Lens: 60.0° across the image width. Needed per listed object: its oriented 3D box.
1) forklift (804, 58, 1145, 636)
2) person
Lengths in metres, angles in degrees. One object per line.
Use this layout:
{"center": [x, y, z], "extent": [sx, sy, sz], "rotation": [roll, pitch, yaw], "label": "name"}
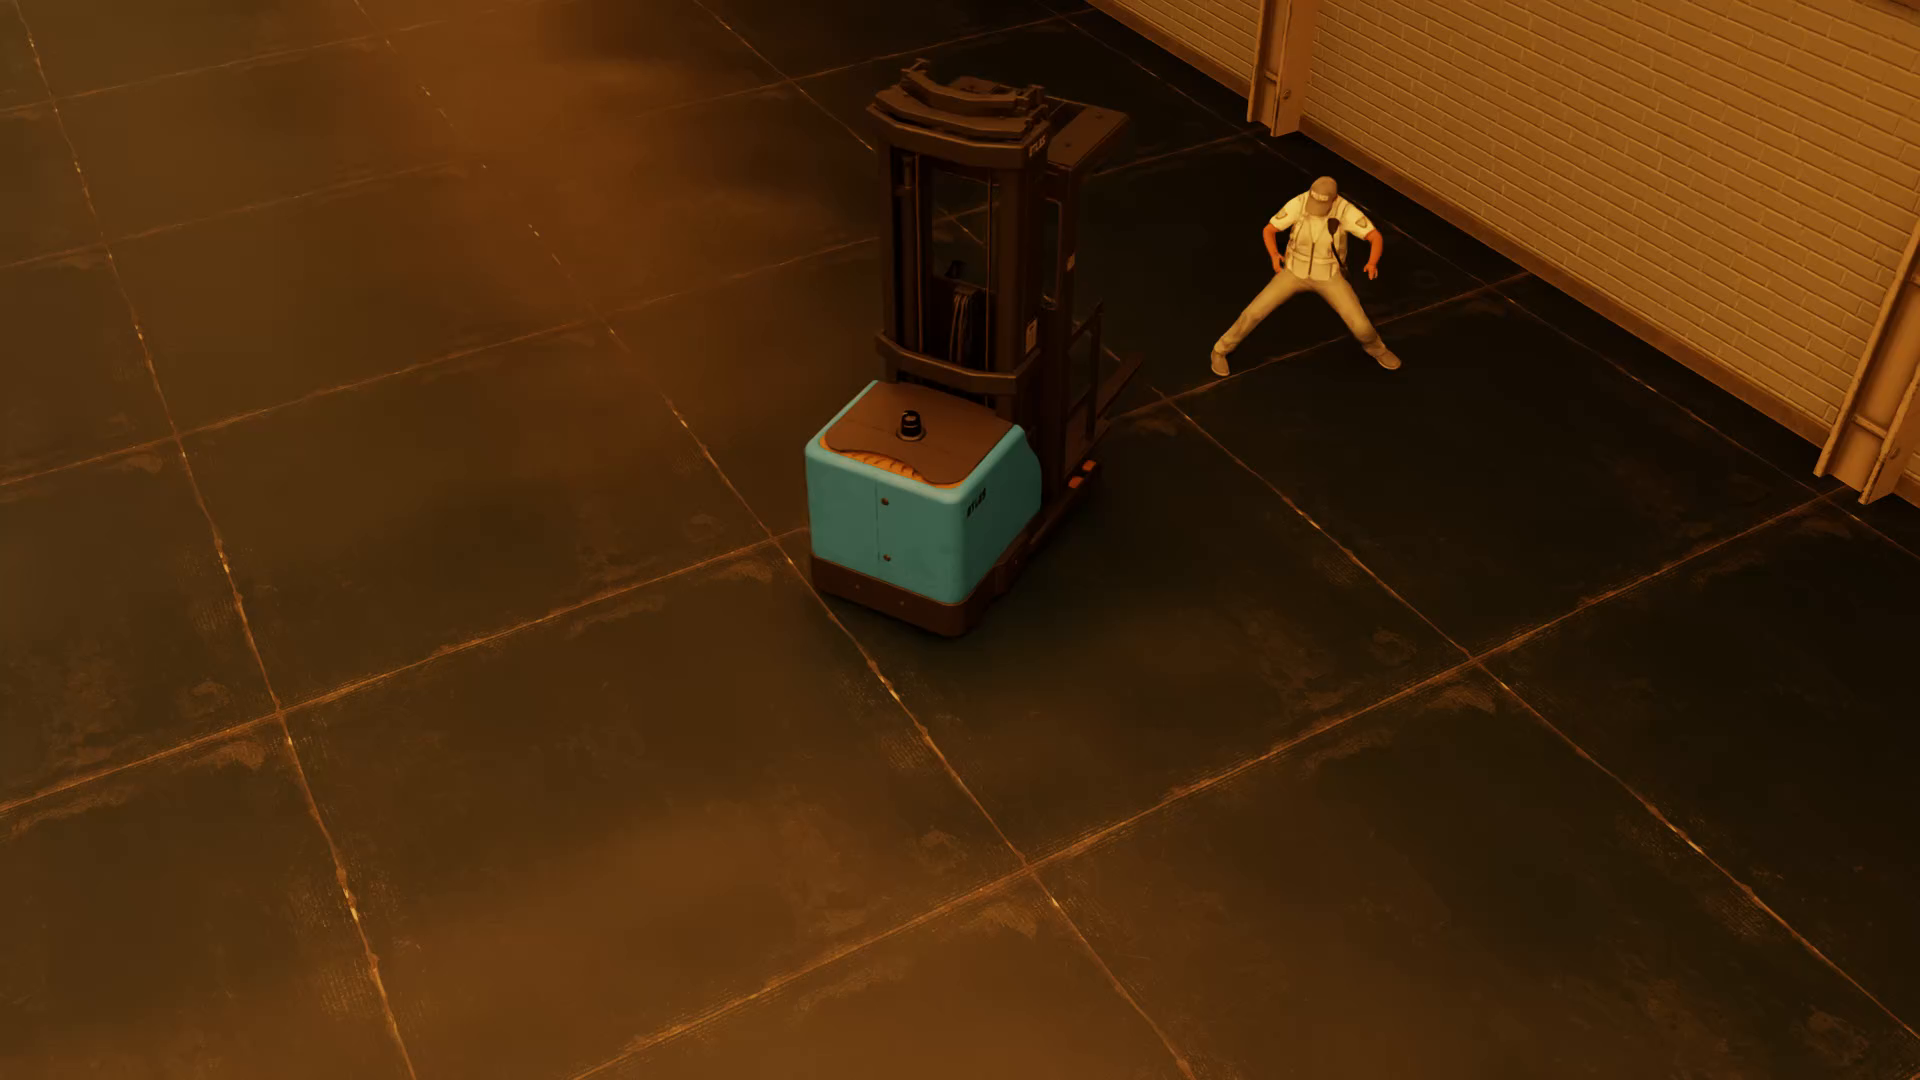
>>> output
{"center": [0.262, -1.501, 9.846], "extent": [1.130, 2.935, 3.031], "rotation": [19, 43, 22], "label": "forklift"}
{"center": [2.432, -1.778, 11.334], "extent": [1.284, 1.452, 0.693], "rotation": [15, 42, 17], "label": "person"}
